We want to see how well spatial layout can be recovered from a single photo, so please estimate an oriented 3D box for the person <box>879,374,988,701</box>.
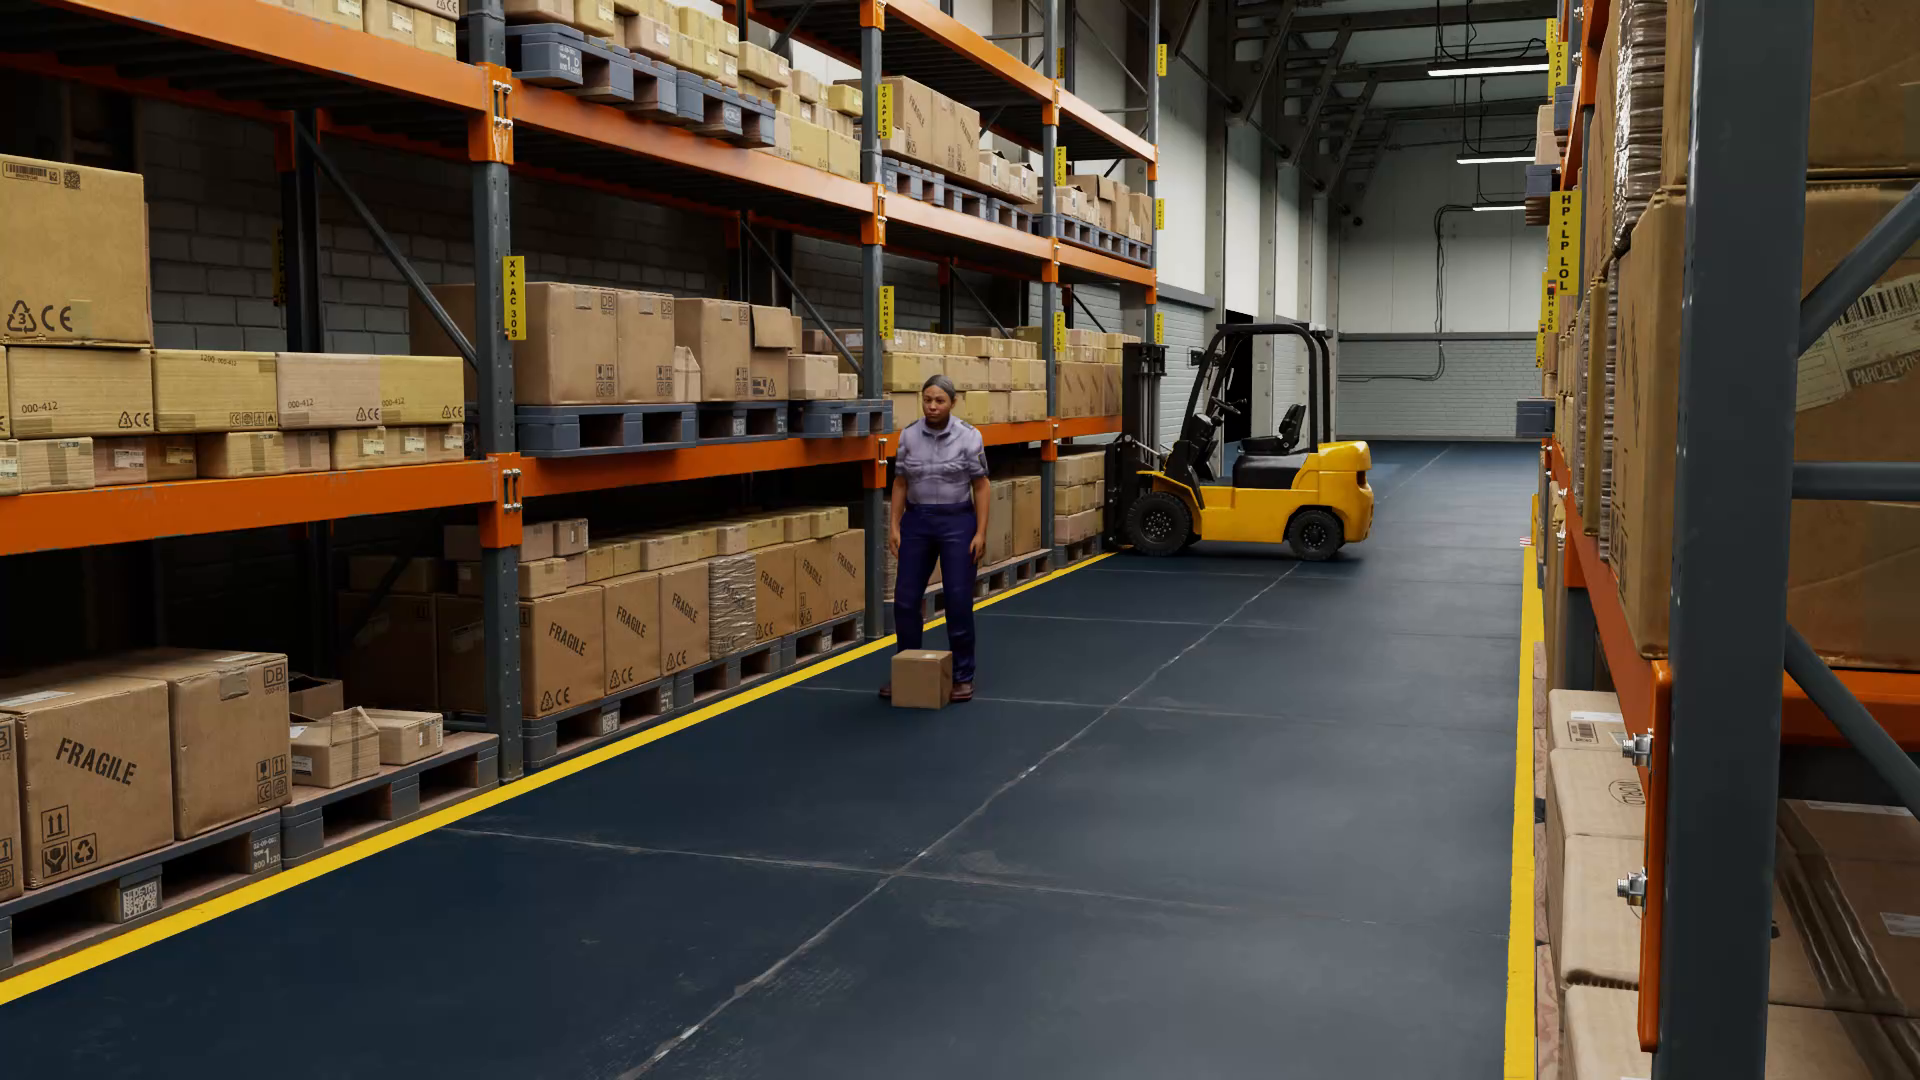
[{"bbox_3d":[-0.124,-0.013,8.511,0.537,1.637,0.373,2,6,19],"label":"person"}]
